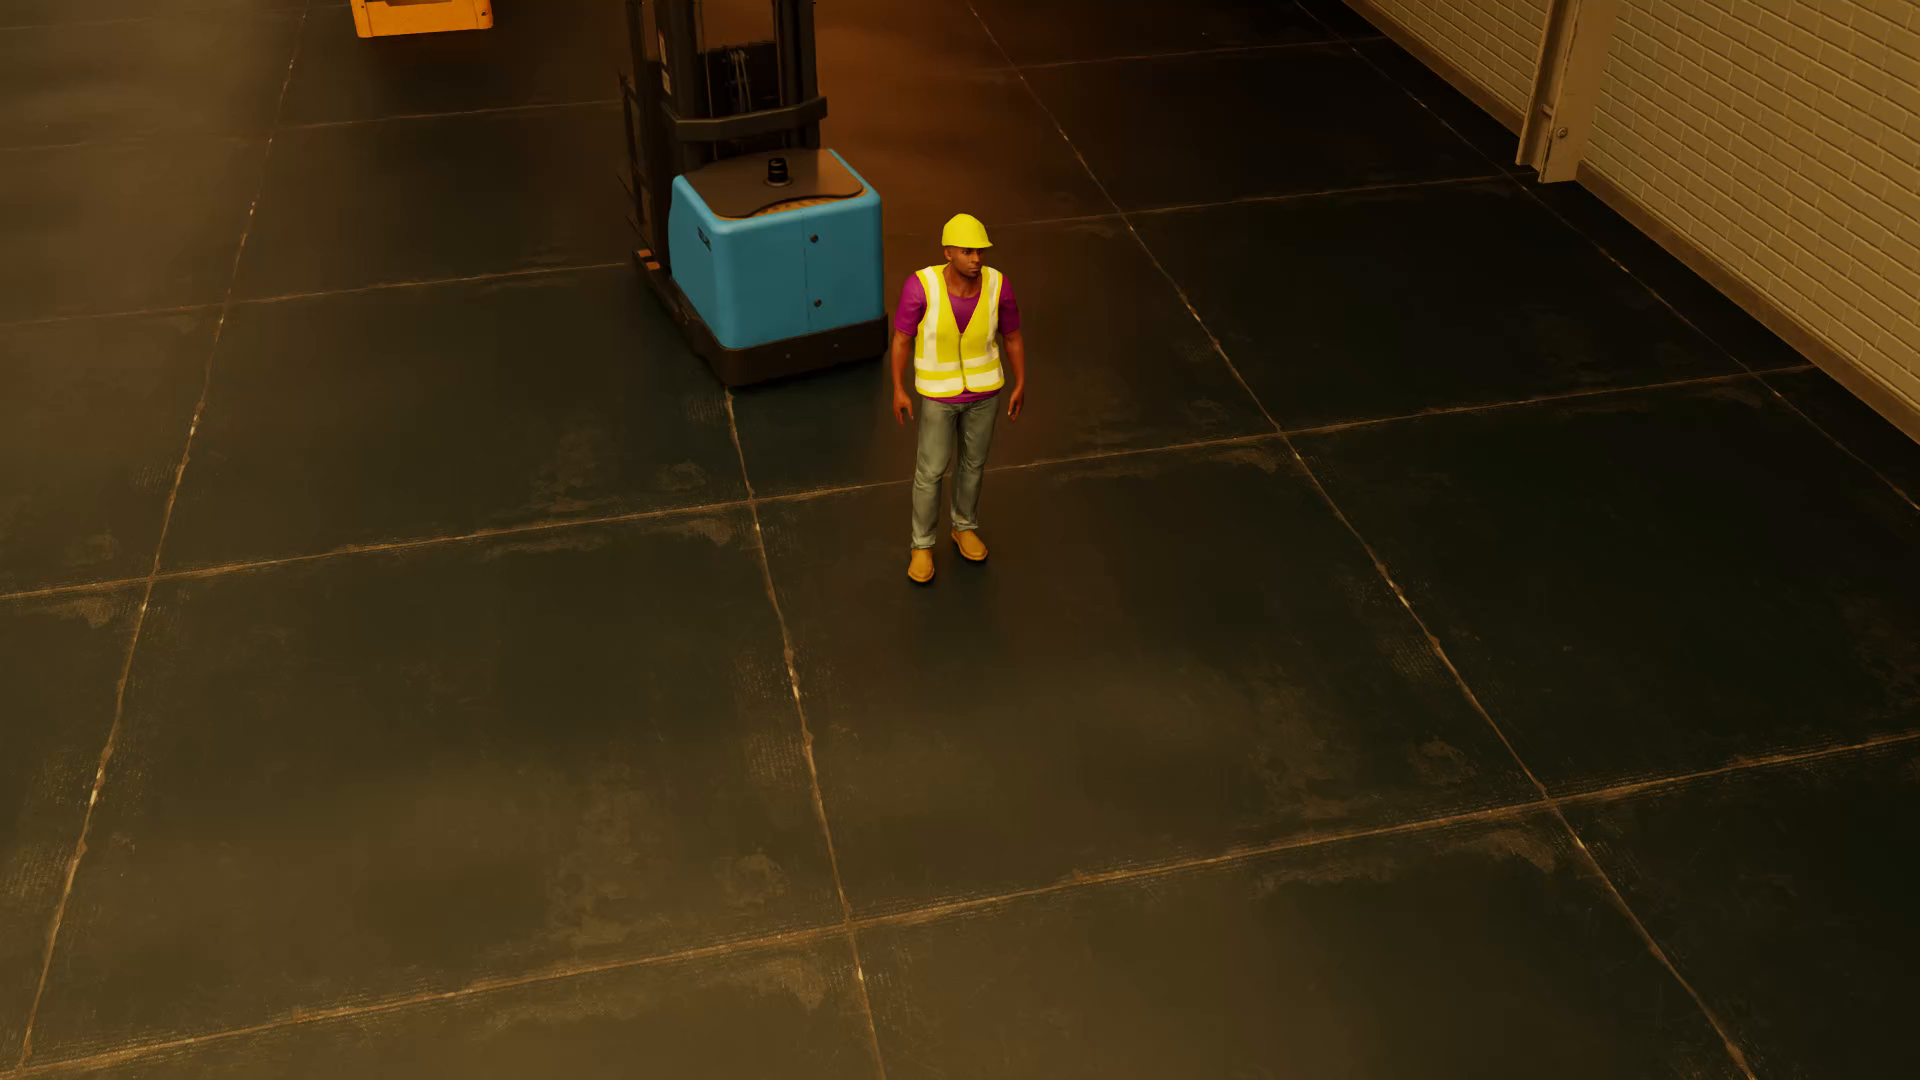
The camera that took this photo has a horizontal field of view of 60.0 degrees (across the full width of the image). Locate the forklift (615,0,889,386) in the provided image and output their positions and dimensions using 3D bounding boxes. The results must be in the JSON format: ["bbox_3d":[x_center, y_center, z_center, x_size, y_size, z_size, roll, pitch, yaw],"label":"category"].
[{"bbox_3d":[-1.511,-2.937,10.132,1.130,2.935,3.031,-15,38,-20],"label":"forklift"}]

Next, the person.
[{"bbox_3d":[0.011,-0.682,7.983,0.666,1.768,0.575,-8,36,-11],"label":"person"}]
